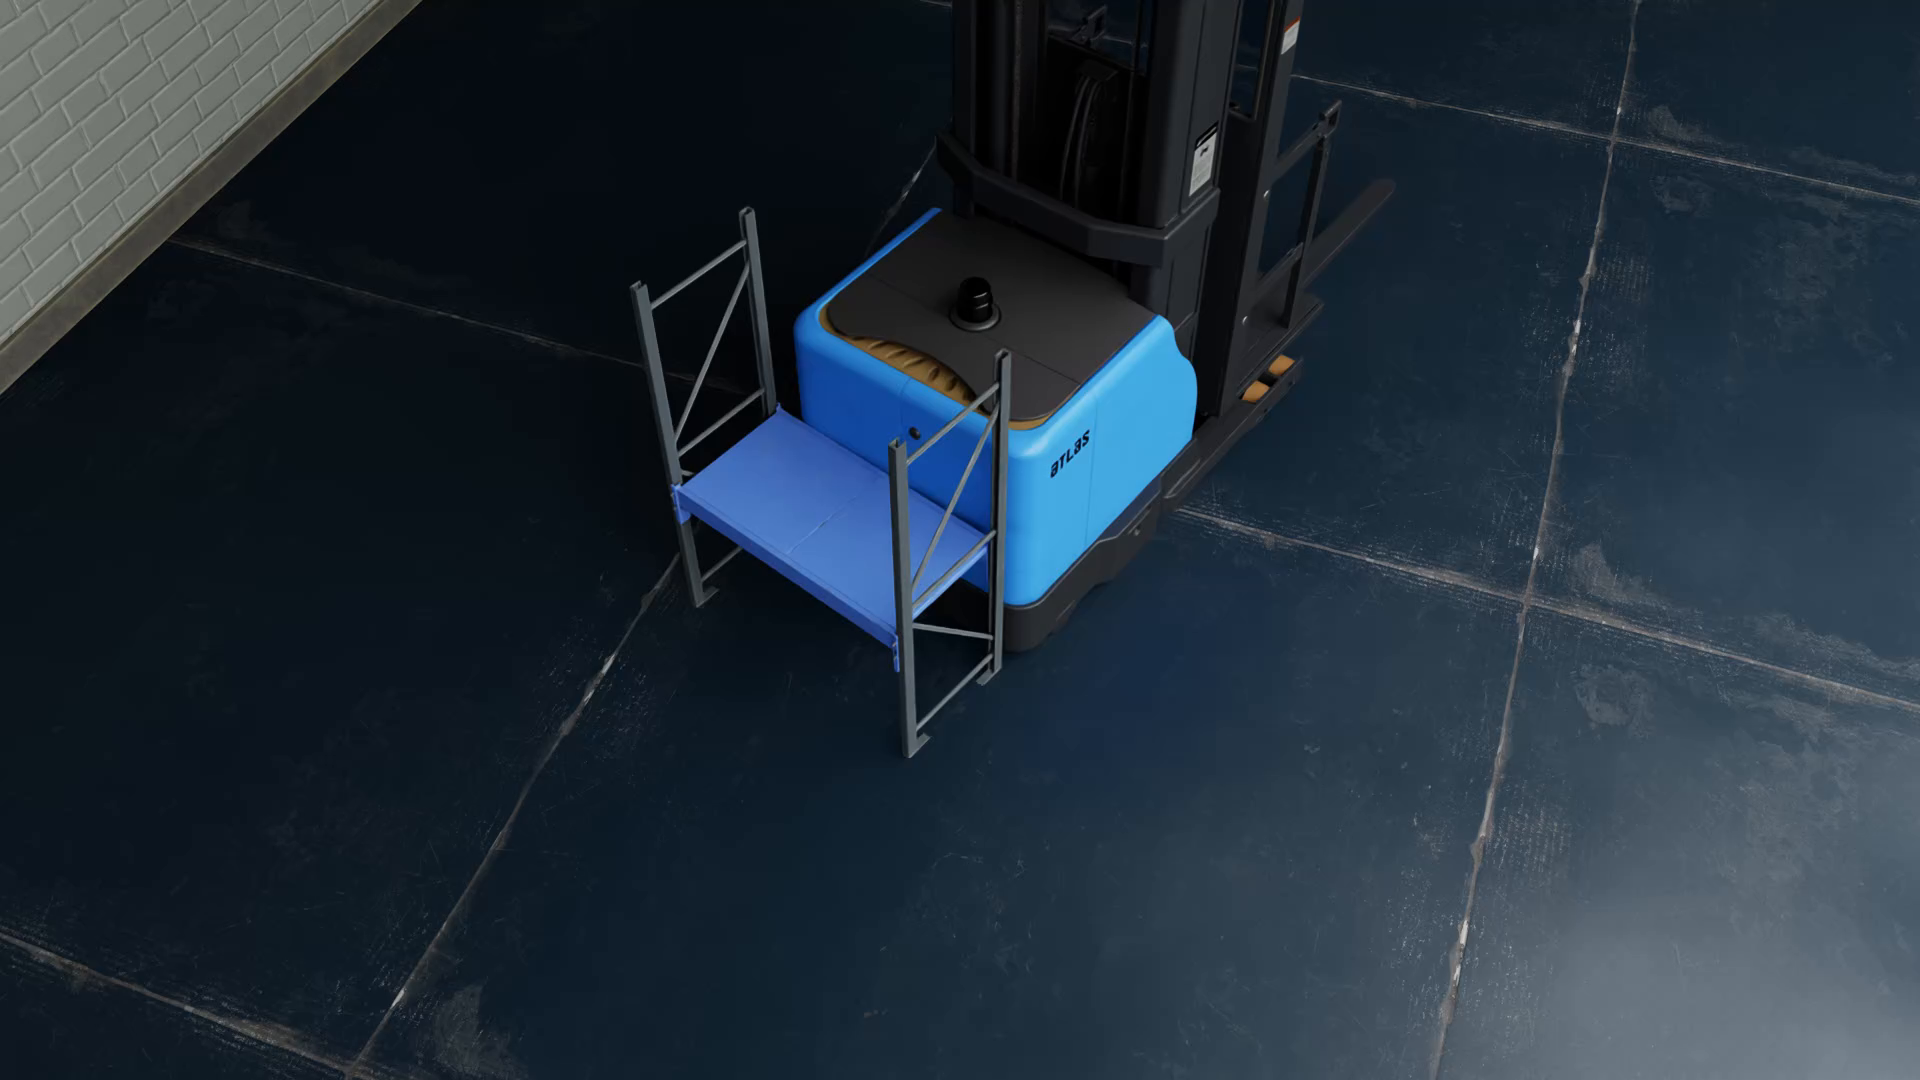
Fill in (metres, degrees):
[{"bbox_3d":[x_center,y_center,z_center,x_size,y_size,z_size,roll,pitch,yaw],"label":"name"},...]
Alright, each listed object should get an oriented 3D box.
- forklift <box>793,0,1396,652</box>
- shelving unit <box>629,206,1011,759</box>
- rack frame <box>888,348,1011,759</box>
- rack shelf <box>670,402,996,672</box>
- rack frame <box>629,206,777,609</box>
[{"bbox_3d":[0.730,-1.637,5.729,1.130,2.935,3.031,30,56,24],"label":"forklift"},{"bbox_3d":[-0.416,-0.149,5.386,1.048,1.500,0.538,32,56,25],"label":"shelving unit"},{"bbox_3d":[-0.024,0.097,5.174,0.032,1.500,0.500,32,56,25],"label":"rack frame"},{"bbox_3d":[-0.416,-0.031,5.522,1.000,0.185,0.538,32,56,25],"label":"rack shelf"},{"bbox_3d":[-0.807,-0.394,5.599,0.032,1.500,0.500,32,56,25],"label":"rack frame"}]
